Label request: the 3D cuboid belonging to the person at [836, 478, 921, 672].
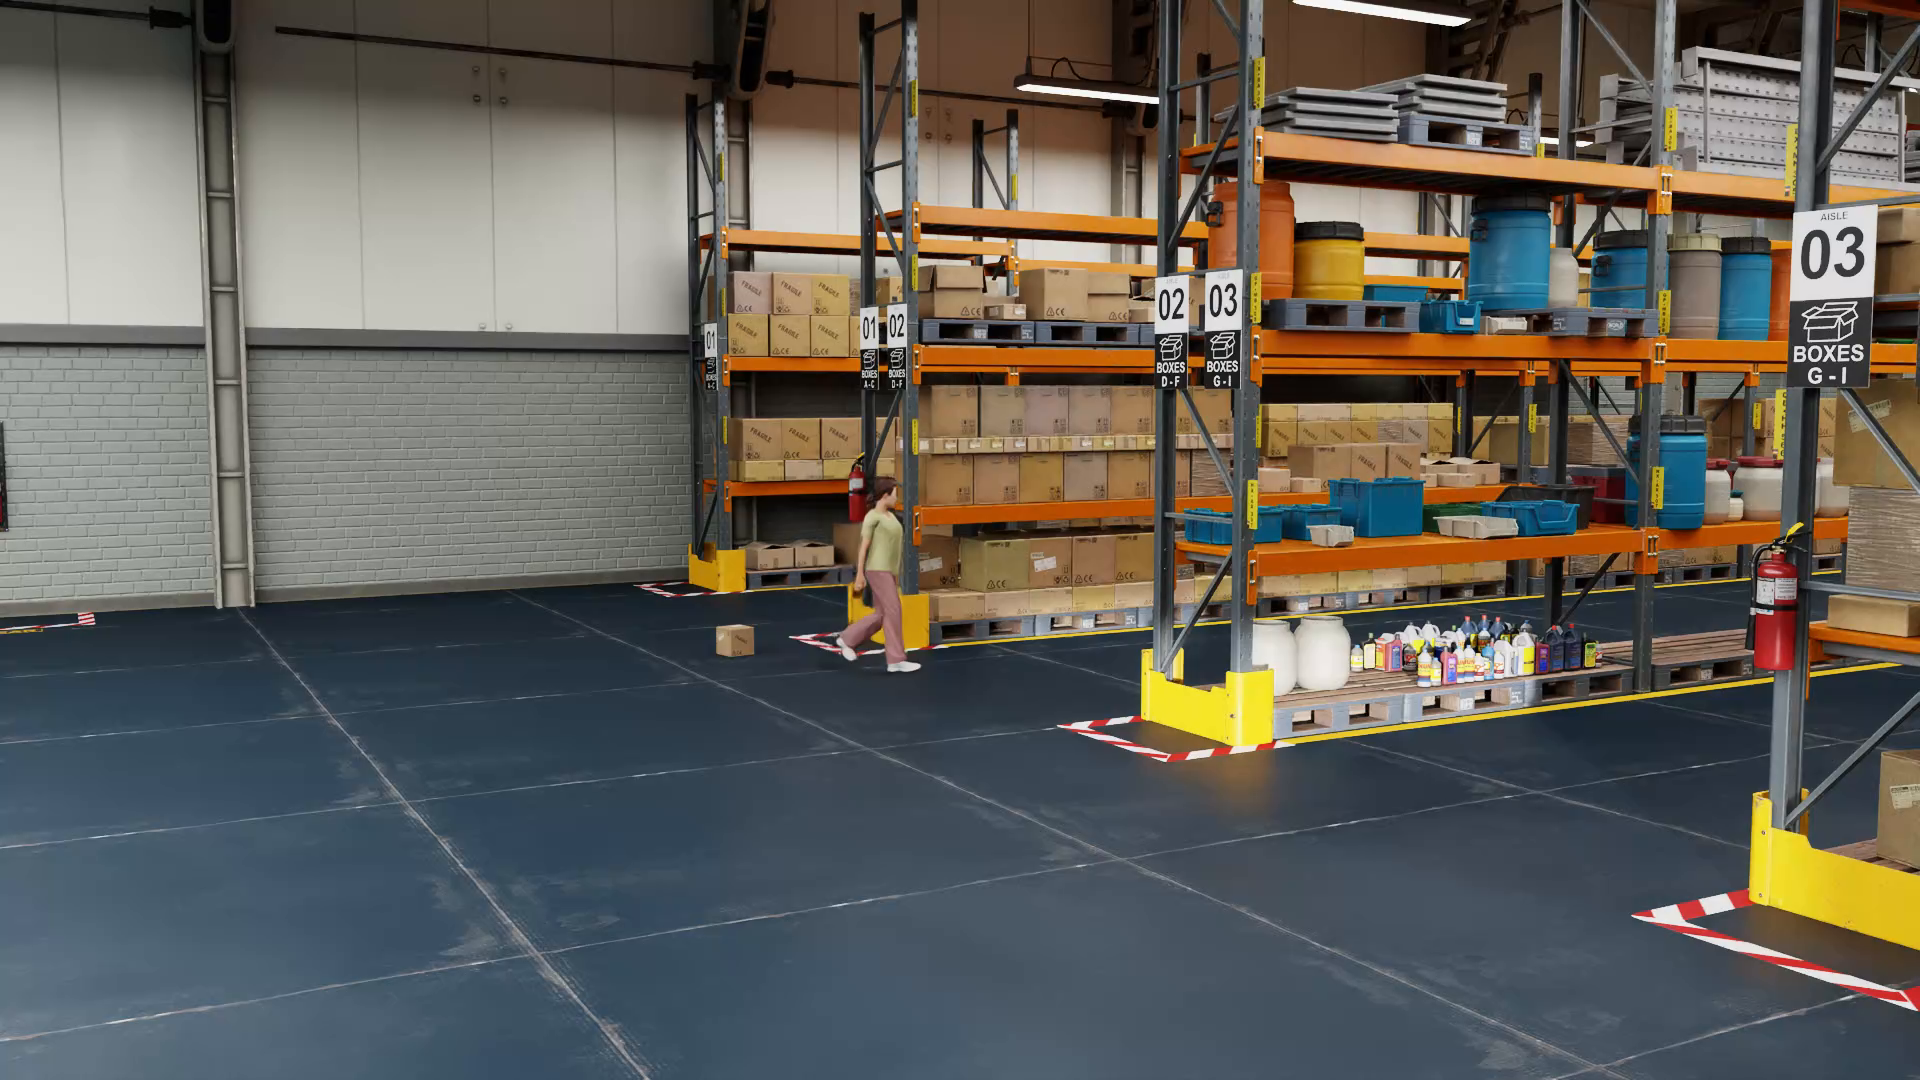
[{"bbox_3d":[-0.689,0.286,14.300,0.884,1.632,0.521,2,6,24],"label":"person"}]
